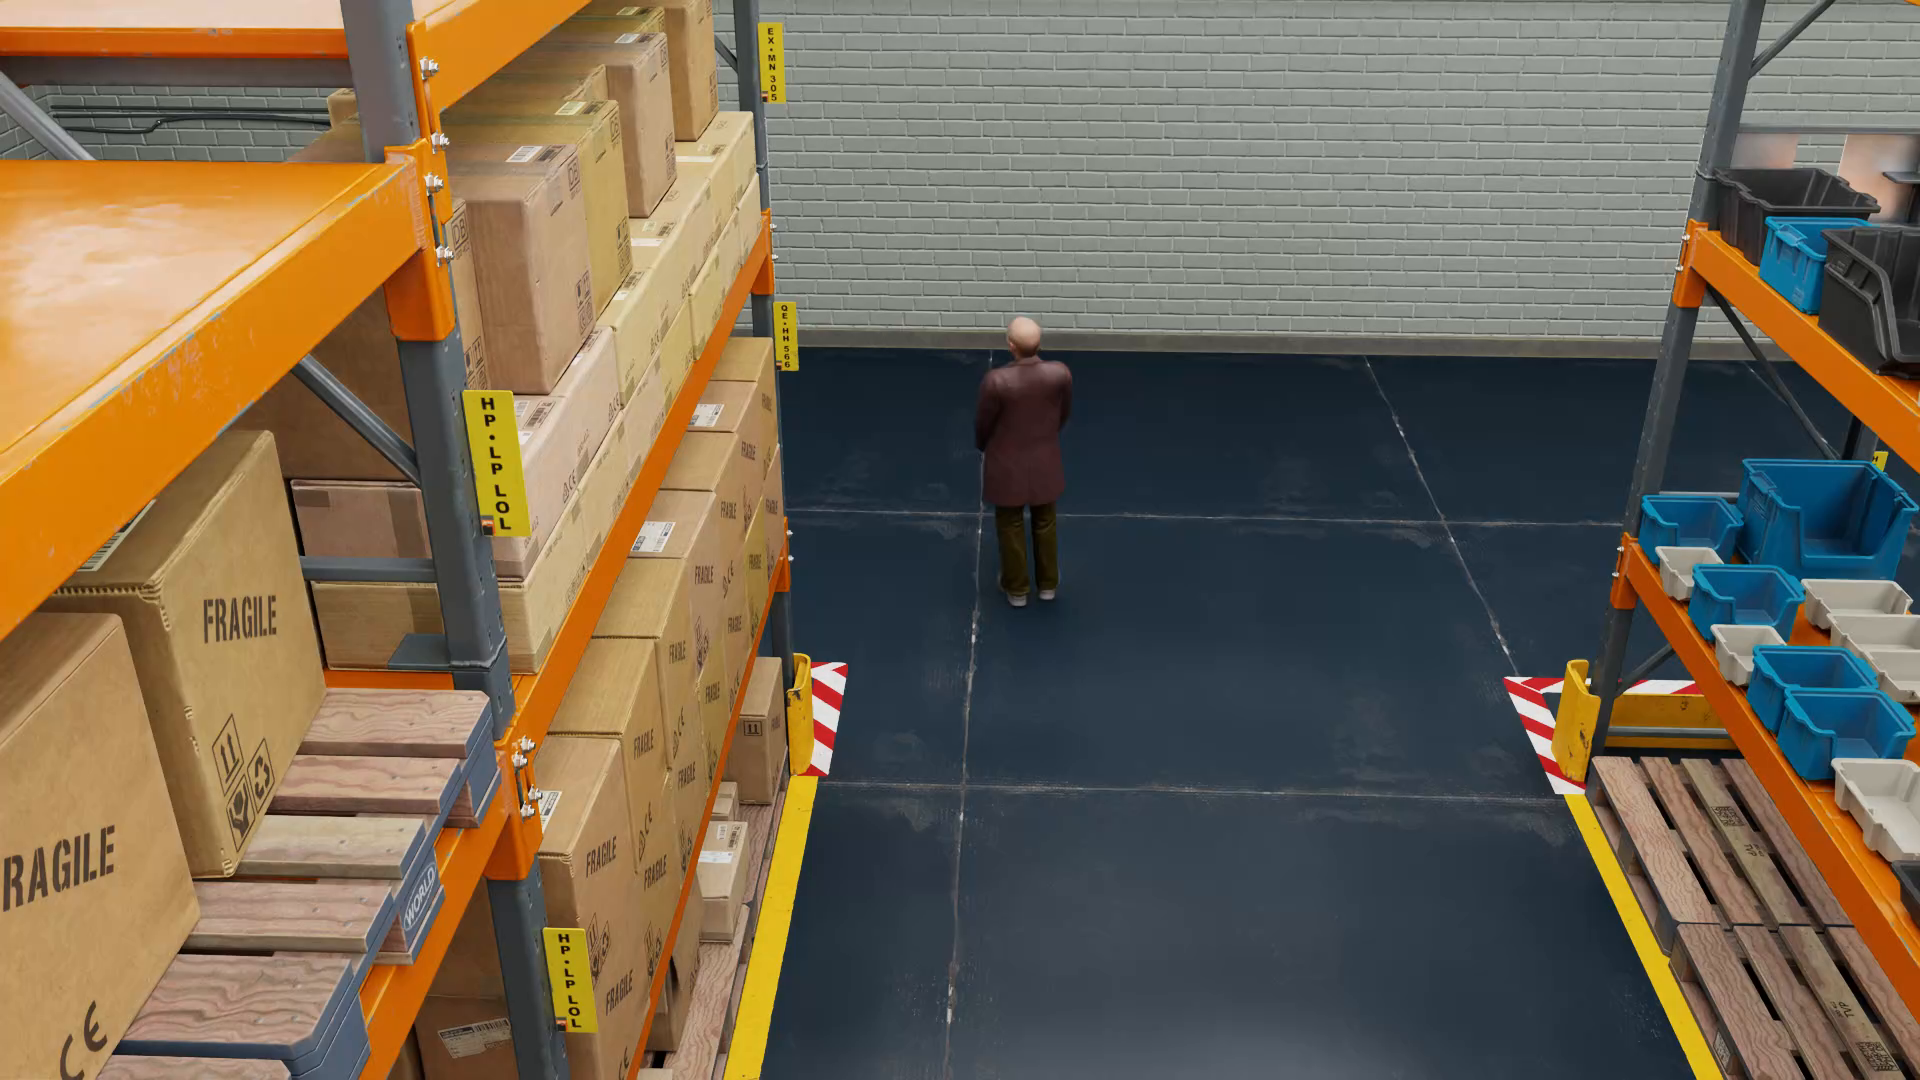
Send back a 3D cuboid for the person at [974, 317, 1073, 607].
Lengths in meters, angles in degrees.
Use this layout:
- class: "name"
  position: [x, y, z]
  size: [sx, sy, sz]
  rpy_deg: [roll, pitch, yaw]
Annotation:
- class: "person"
  position: [0.354, -0.469, 9.517]
  size: [0.603, 1.783, 0.469]
  rpy_deg: [-6, 28, -12]
